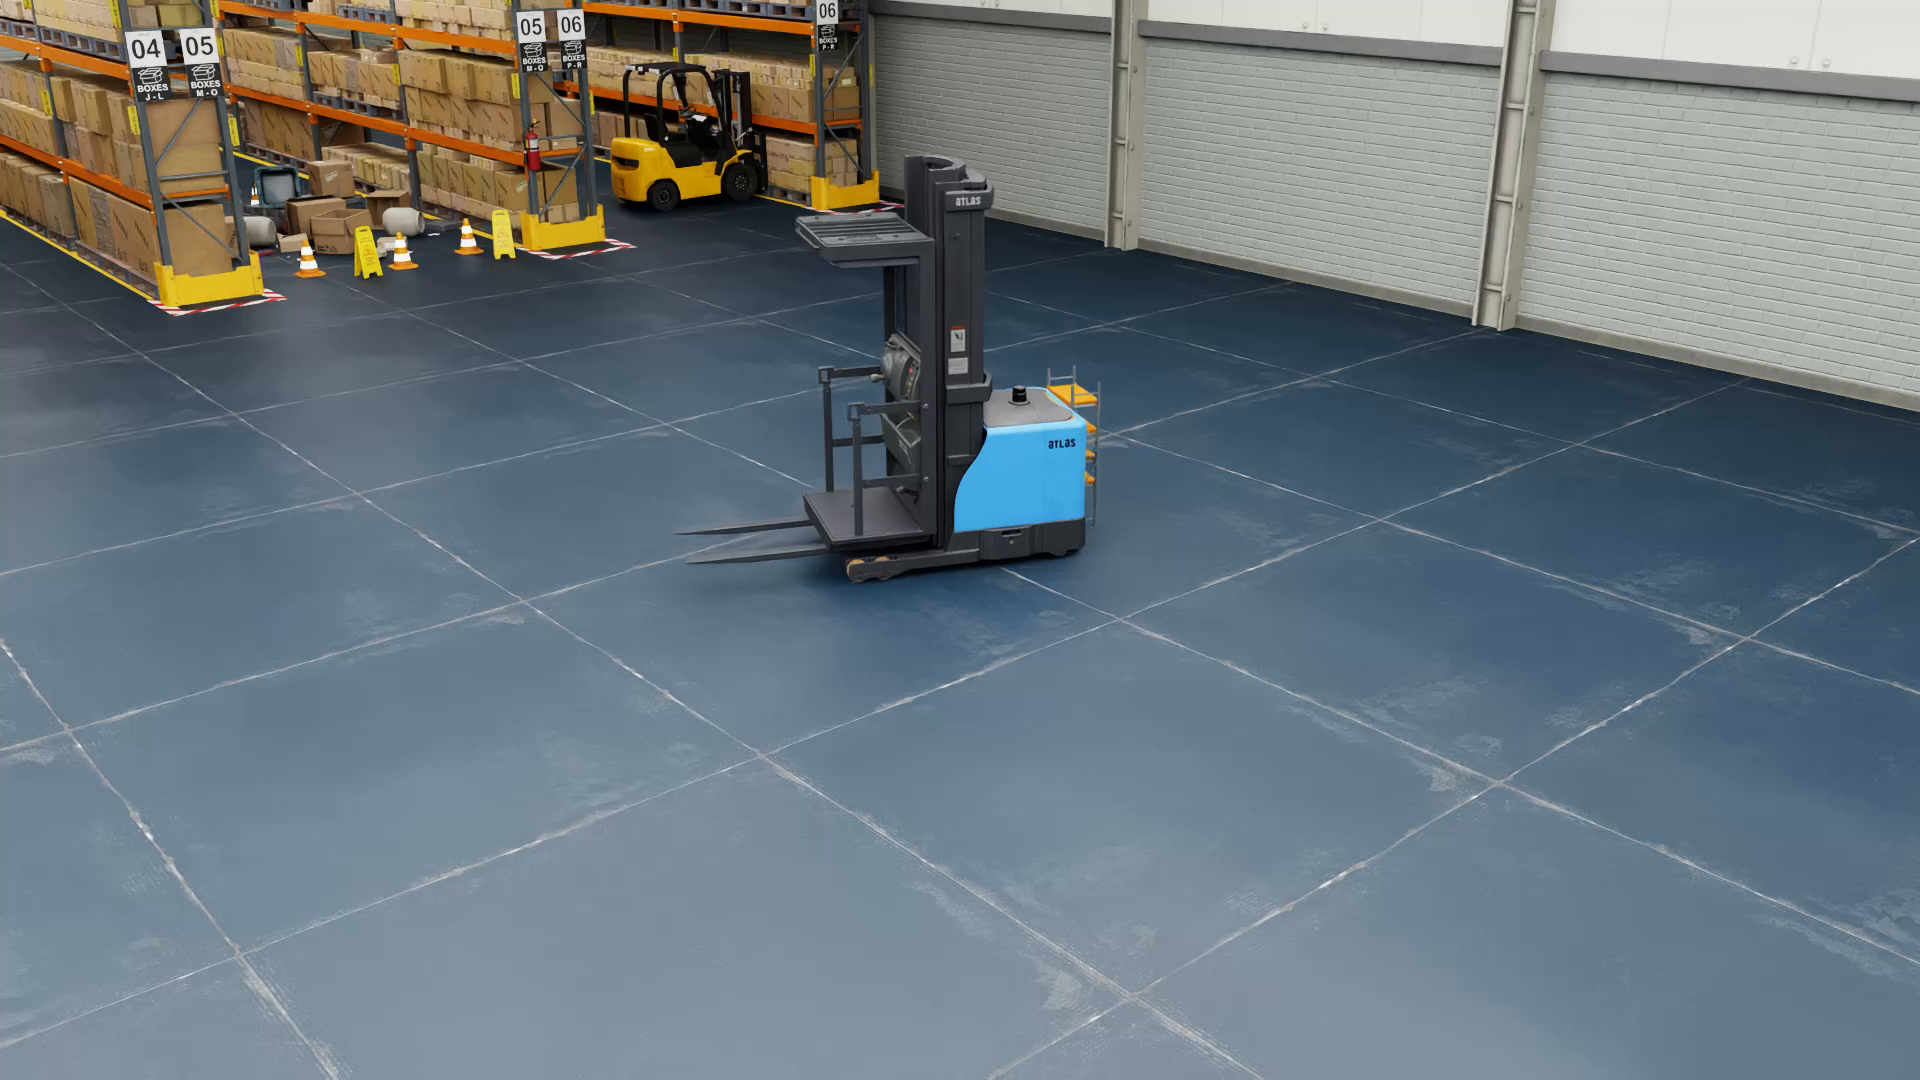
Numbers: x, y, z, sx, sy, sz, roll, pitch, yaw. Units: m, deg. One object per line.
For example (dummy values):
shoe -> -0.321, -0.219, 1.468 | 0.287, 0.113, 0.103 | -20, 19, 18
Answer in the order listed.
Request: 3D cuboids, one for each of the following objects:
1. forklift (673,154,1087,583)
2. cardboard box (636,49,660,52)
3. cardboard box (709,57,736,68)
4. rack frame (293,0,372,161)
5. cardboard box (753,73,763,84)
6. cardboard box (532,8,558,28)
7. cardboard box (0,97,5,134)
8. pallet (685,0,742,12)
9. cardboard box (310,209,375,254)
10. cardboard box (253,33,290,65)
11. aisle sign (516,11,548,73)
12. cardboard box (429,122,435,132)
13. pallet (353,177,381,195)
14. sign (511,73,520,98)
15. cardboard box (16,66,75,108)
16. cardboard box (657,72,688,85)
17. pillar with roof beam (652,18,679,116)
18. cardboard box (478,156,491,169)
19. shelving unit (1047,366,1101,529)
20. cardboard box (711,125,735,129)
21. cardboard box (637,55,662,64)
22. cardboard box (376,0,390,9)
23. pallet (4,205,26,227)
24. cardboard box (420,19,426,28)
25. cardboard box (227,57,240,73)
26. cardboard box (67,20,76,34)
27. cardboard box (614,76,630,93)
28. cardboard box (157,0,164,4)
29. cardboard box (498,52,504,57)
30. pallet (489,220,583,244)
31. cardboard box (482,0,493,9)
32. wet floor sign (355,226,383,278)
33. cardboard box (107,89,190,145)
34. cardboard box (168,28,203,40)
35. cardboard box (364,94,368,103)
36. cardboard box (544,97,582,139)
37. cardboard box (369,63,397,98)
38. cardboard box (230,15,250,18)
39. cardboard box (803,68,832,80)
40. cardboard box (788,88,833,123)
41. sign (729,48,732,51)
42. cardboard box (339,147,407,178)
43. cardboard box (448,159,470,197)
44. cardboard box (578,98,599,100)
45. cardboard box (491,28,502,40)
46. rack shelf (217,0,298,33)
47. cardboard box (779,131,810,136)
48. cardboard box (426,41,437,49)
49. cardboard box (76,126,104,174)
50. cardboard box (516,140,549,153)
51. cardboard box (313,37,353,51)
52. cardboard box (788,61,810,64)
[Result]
forklift -> -0.620, -1.267, 12.199 | 3.031, 2.935, 1.130 | -6, 22, -15
cardboard box -> -5.779, -8.995, 30.809 | 0.380, 0.149, 0.250 | -18, 28, -38
cardboard box -> -3.976, -8.019, 27.911 | 0.380, 0.149, 0.250 | -17, 27, -36
rack frame -> -10.831, -7.828, 28.857 | 1.000, 3.000, 0.127 | -17, 27, -37
cardboard box -> -3.146, -7.527, 27.061 | 0.380, 0.149, 0.250 | -17, 27, -37
cardboard box -> -5.736, -7.285, 23.156 | 0.500, 0.250, 0.500 | -18, 28, -38
cardboard box -> -14.427, -6.480, 25.278 | 0.500, 0.500, 0.500 | -17, 27, -37
pallet -> -3.886, -9.031, 27.938 | 1.003, 0.211, 1.213 | -17, 27, -37
cardboard box -> -8.674, -4.338, 23.369 | 0.637, 0.503, 0.797 | 3, 22, 9
cardboard box -> -12.352, -8.841, 29.935 | 0.500, 0.500, 0.500 | -18, 28, -38
aisle sign -> -5.789, -6.742, 22.520 | 0.394, 0.787, 0.004 | -17, 27, -37
cardboard box -> -7.857, -6.319, 25.348 | 0.380, 0.149, 0.250 | -18, 27, -38
pallet -> -9.530, -5.976, 27.953 | 1.003, 0.211, 1.213 | -17, 27, -37
sign -> -6.043, -6.177, 22.622 | 0.100, 0.325, 0.005 | -17, 27, -37
cardboard box -> -13.228, -6.586, 24.177 | 0.700, 0.500, 0.500 | -18, 28, -38
cardboard box -> -4.977, -8.143, 29.182 | 0.500, 0.250, 0.500 | -18, 28, -39
pillar with roof beam -> -8.801, -10.634, 27.794 | 9.100, 9.000, 0.400 | -17, 27, -37
cardboard box -> -6.782, -5.499, 24.188 | 0.380, 0.149, 0.250 | -17, 27, -37
shelving unit -> 0.886, -0.725, 13.190 | 0.258, 1.200, 0.503 | -7, 23, -18
cardboard box -> -4.058, -6.934, 28.399 | 0.500, 0.250, 0.500 | -17, 27, -37
cardboard box -> -5.551, -8.571, 29.728 | 0.380, 0.149, 0.250 | -18, 28, -39
cardboard box -> -8.711, -8.372, 25.763 | 0.500, 0.250, 0.500 | -18, 28, -38
pallet -> -14.058, -5.087, 25.684 | 1.003, 0.211, 1.213 | -17, 27, -37
cardboard box -> -7.829, -7.730, 24.839 | 0.380, 0.149, 0.250 | -17, 27, -37
cardboard box -> -13.369, -8.907, 31.133 | 0.500, 0.250, 0.500 | -18, 28, -39
cardboard box -> -10.931, -6.437, 20.823 | 0.380, 0.149, 0.250 | -17, 27, -37
cardboard box -> -5.966, -8.335, 30.358 | 0.500, 0.250, 0.500 | -16, 27, -36
cardboard box -> -9.433, -6.542, 19.999 | 0.380, 0.149, 0.250 | -17, 27, -37
cardboard box -> -9.068, -9.773, 33.433 | 0.396, 0.266, 0.258 | -16, 26, -35
pallet -> -6.162, -4.573, 24.370 | 1.003, 0.211, 1.213 | -17, 27, -37
cardboard box -> -6.373, -7.438, 23.000 | 0.380, 0.149, 0.250 | -18, 28, -38
wet floor sign -> -7.774, -3.778, 21.746 | 0.232, 0.644, 0.267 | 17, 27, 36
cardboard box -> -9.935, -5.226, 20.527 | 0.875, 0.550, 0.550 | -17, 27, -37
cardboard box -> -9.274, -6.104, 19.975 | 0.380, 0.149, 0.250 | -17, 27, -37
cardboard box -> -9.420, -7.163, 26.928 | 0.380, 0.149, 0.250 | -17, 27, -37
cardboard box -> -5.708, -6.000, 23.644 | 0.500, 0.500, 0.500 | -18, 28, -38
cardboard box -> -9.020, -7.313, 26.422 | 0.500, 0.500, 0.500 | -17, 27, -37
cardboard box -> -13.830, -10.024, 32.066 | 0.380, 0.149, 0.250 | -18, 28, -38
cardboard box -> -2.245, -7.336, 26.167 | 0.380, 0.149, 0.250 | -17, 27, -37
cardboard box -> -2.372, -6.920, 26.403 | 0.500, 0.500, 0.500 | -18, 28, -39
sign -> -4.043, -8.478, 29.221 | 0.100, 0.325, 0.005 | -17, 27, -37
cardboard box -> -9.982, -6.439, 28.339 | 0.950, 0.372, 0.625 | -18, 28, -38
cardboard box -> -7.344, -5.471, 25.006 | 0.500, 0.500, 0.500 | -16, 26, -35
cardboard box -> -7.331, -8.642, 32.898 | 0.380, 0.149, 0.250 | -16, 27, -36
cardboard box -> -6.241, -6.990, 22.950 | 0.380, 0.149, 0.250 | -17, 27, -37
rack shelf -> -12.137, -9.442, 29.852 | 1.077, 0.370, 4.000 | -17, 27, -37
cardboard box -> -2.669, -6.637, 27.639 | 0.500, 0.250, 0.500 | -18, 27, -38
cardboard box -> -11.191, -10.685, 35.950 | 0.500, 0.250, 0.500 | -18, 28, -39
cardboard box -> -11.015, -5.163, 21.848 | 0.875, 0.550, 0.550 | -17, 27, -37
cardboard box -> -6.015, -5.553, 23.393 | 0.380, 0.149, 0.250 | -16, 27, -36
cardboard box -> -10.968, -8.535, 29.153 | 0.500, 0.500, 0.500 | -19, 28, -39
cardboard box -> -2.578, -7.720, 27.146 | 0.380, 0.149, 0.250 | -16, 27, -36
